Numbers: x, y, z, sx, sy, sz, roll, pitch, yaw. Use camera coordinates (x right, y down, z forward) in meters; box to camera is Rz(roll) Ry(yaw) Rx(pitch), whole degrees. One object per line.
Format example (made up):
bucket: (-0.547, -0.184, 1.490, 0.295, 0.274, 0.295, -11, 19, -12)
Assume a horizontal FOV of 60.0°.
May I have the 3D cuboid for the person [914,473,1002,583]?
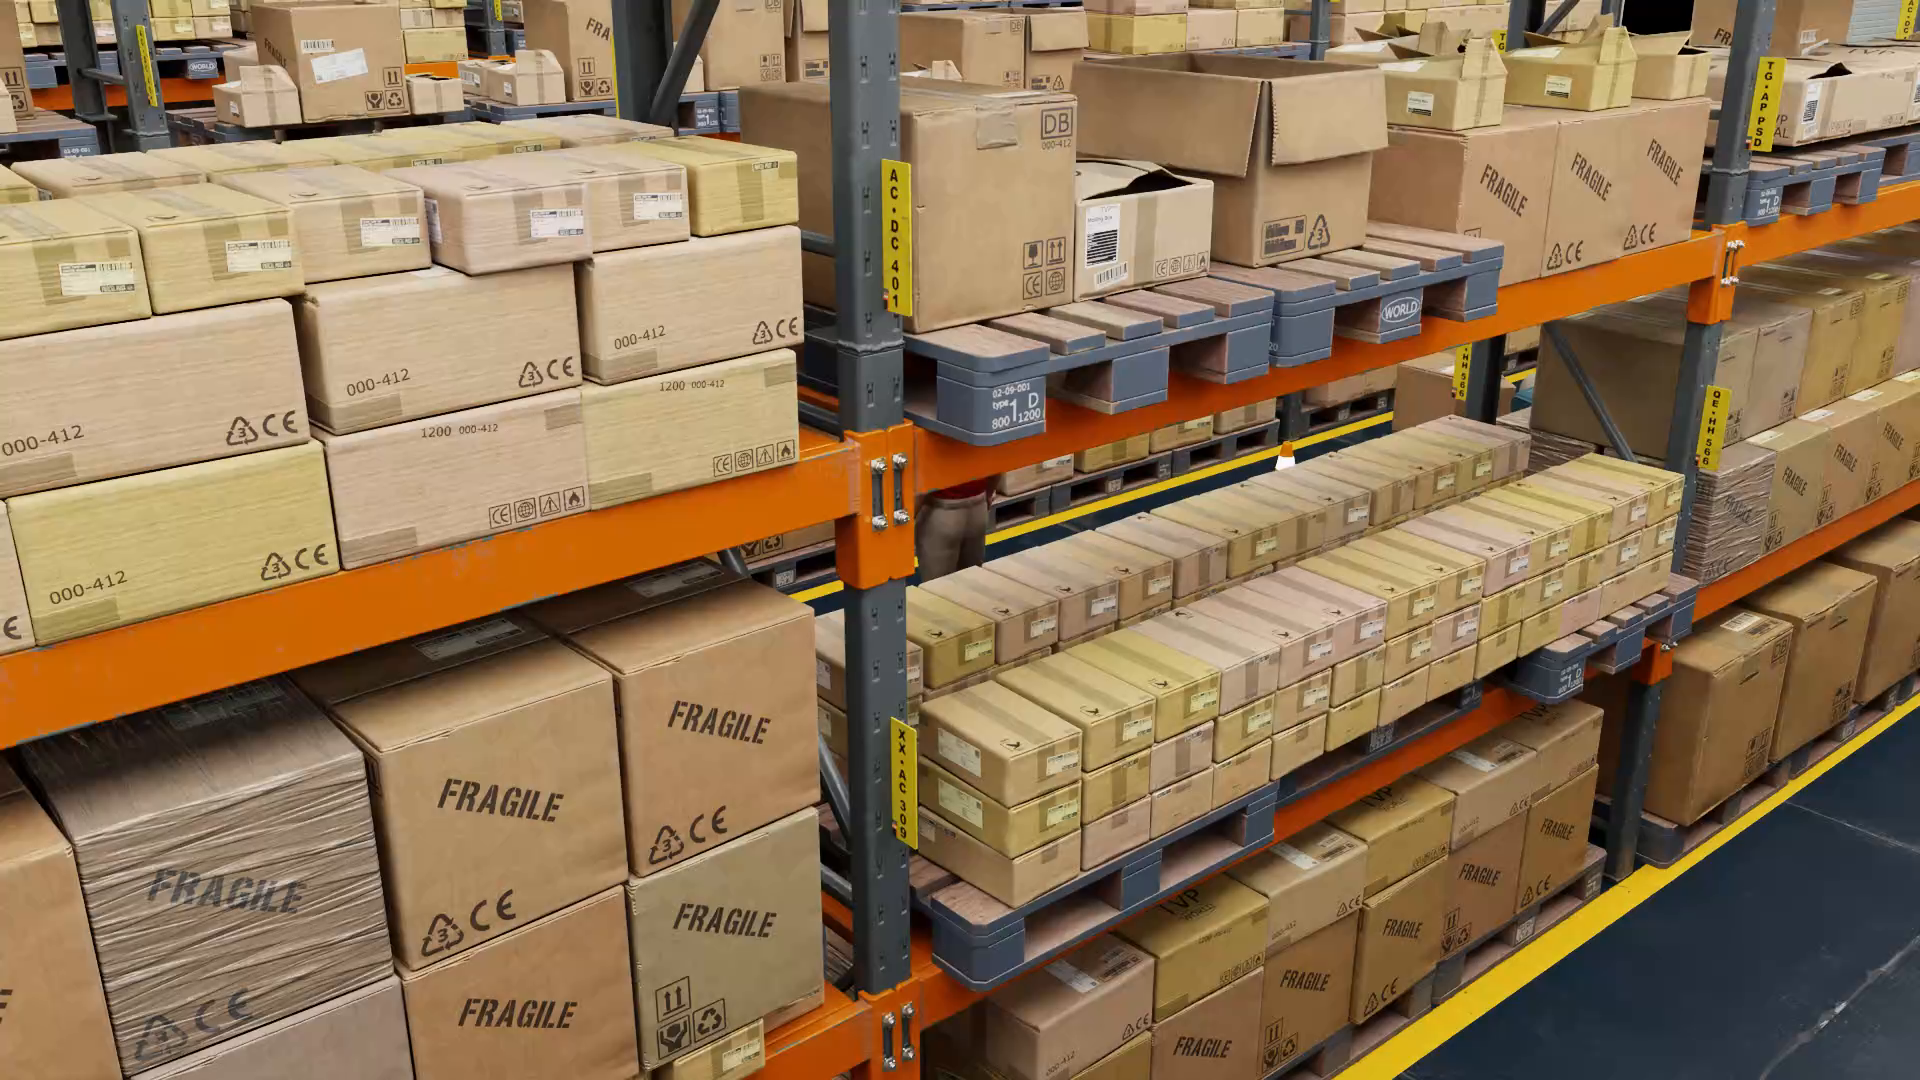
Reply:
person: (-0.101, -0.143, 8.952, 0.642, 1.728, 0.550, -17, 27, -37)
